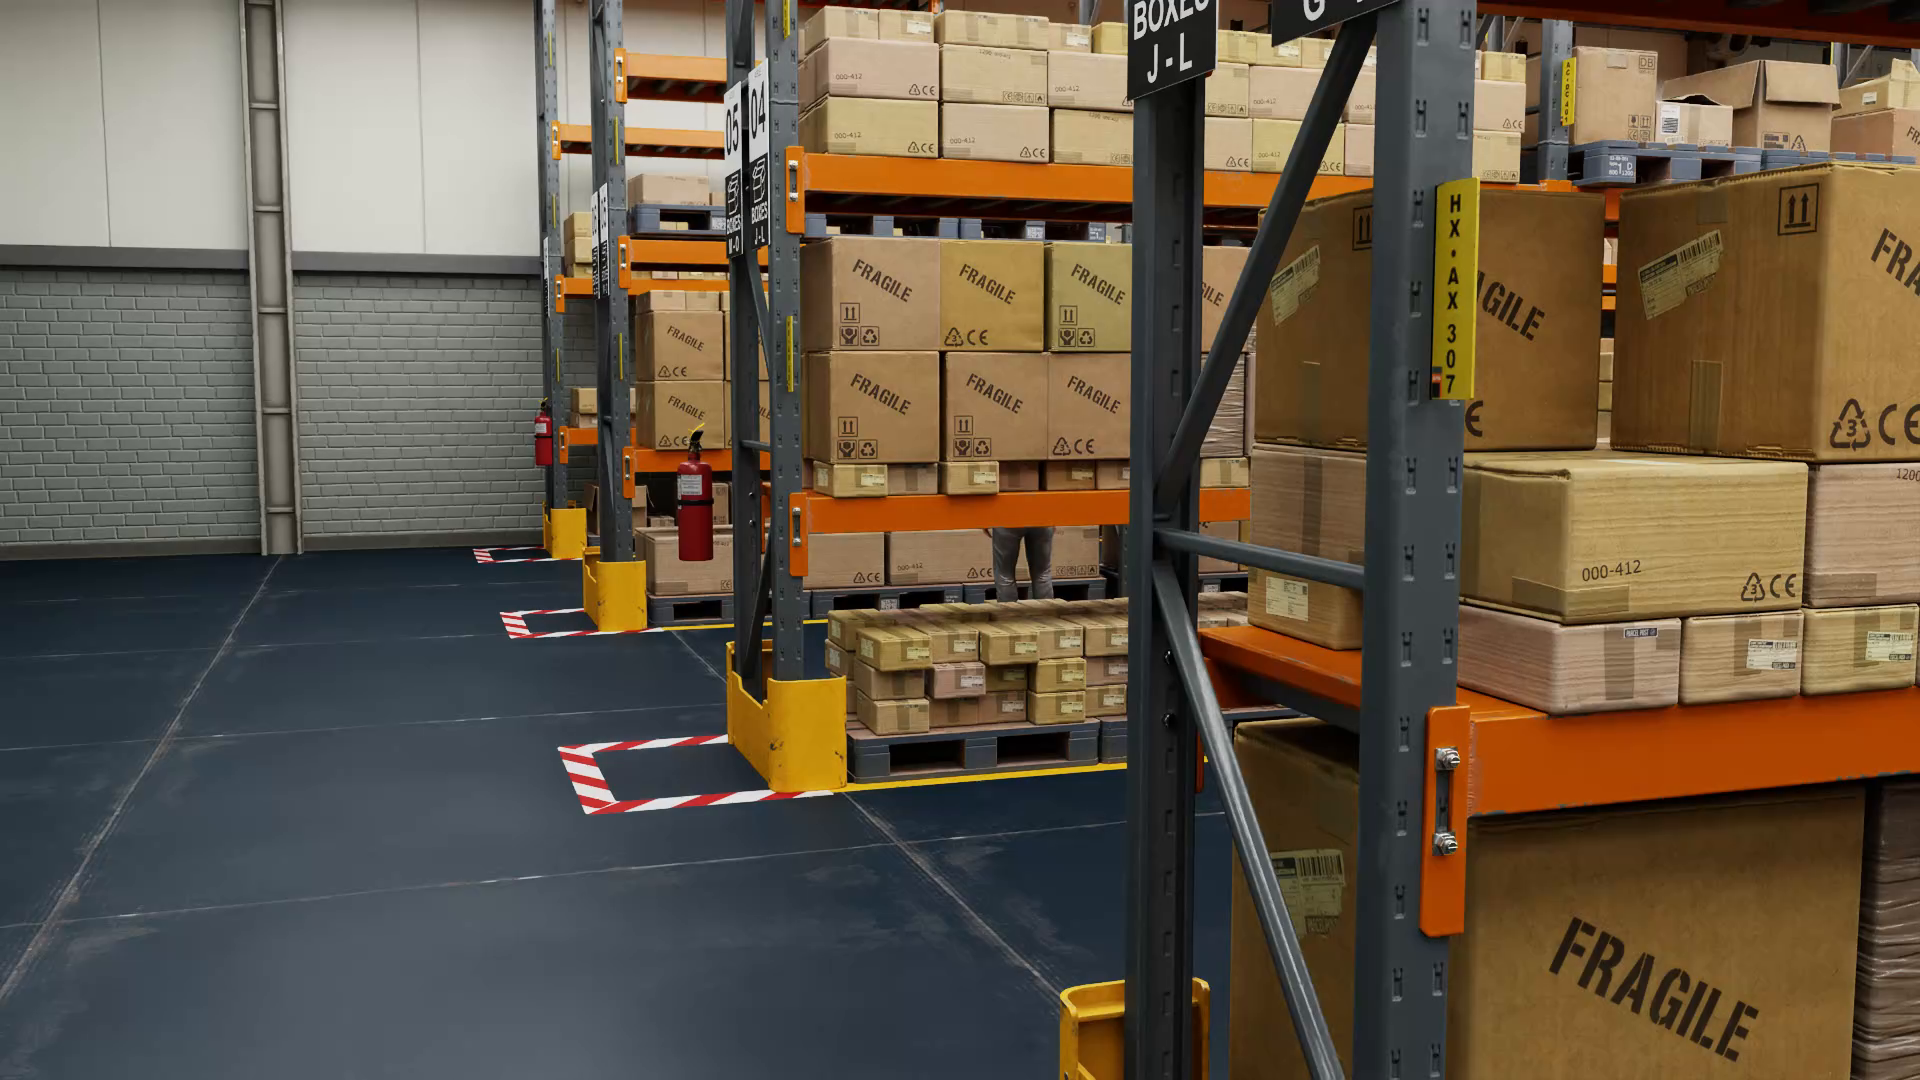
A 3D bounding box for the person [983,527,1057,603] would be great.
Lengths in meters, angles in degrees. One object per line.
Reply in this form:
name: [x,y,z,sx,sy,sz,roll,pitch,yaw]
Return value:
person: [0.425,-0.174,11.430,0.581,1.771,0.463,-2,6,-18]
